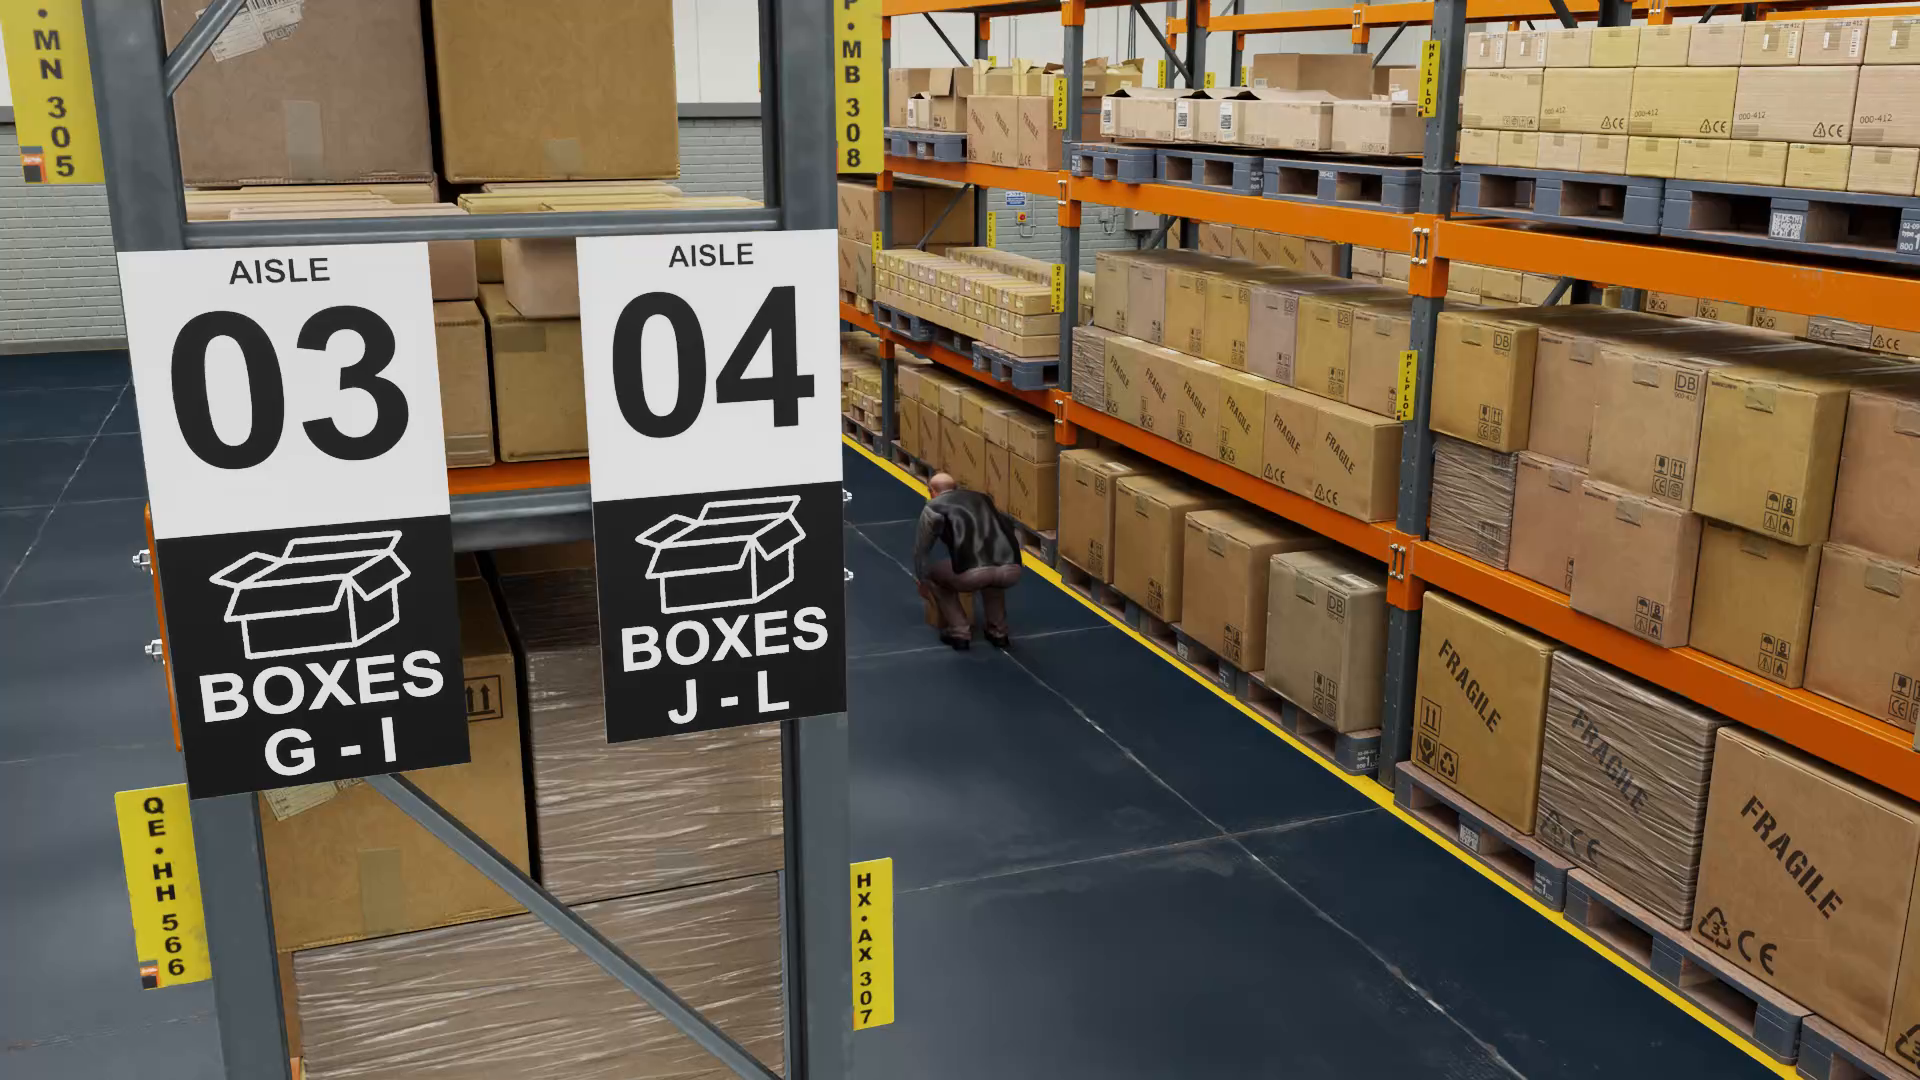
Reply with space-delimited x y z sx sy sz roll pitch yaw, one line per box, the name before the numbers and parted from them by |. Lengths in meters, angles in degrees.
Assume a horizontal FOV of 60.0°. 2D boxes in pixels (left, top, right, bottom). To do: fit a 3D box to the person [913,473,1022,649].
person | 0.032 0.143 10.401 0.551 1.008 0.852 -6 17 -20
